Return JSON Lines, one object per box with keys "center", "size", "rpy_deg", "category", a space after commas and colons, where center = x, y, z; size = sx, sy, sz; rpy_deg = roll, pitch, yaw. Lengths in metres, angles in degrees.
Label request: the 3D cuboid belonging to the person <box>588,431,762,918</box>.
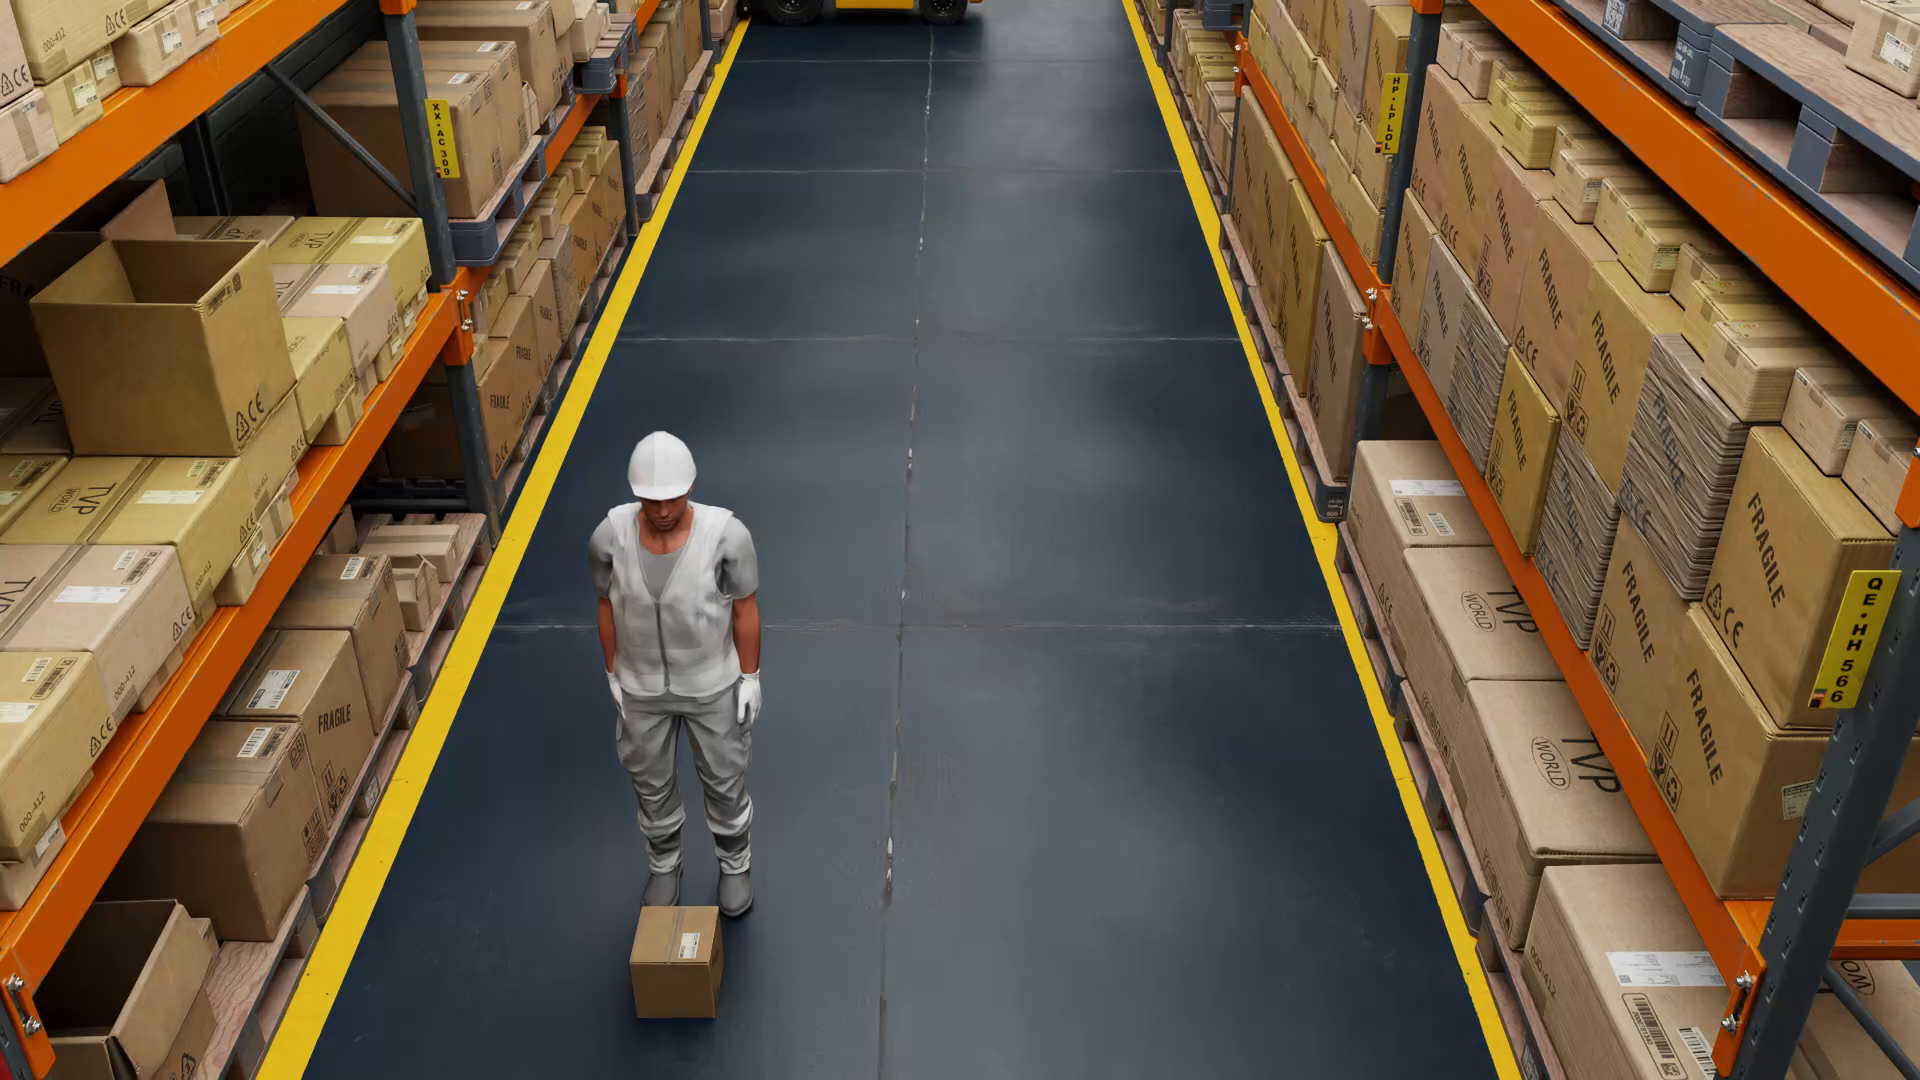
{"center": [-0.894, 0.457, 5.365], "size": [0.527, 1.781, 0.344], "rpy_deg": [0, 31, 1], "category": "person"}
